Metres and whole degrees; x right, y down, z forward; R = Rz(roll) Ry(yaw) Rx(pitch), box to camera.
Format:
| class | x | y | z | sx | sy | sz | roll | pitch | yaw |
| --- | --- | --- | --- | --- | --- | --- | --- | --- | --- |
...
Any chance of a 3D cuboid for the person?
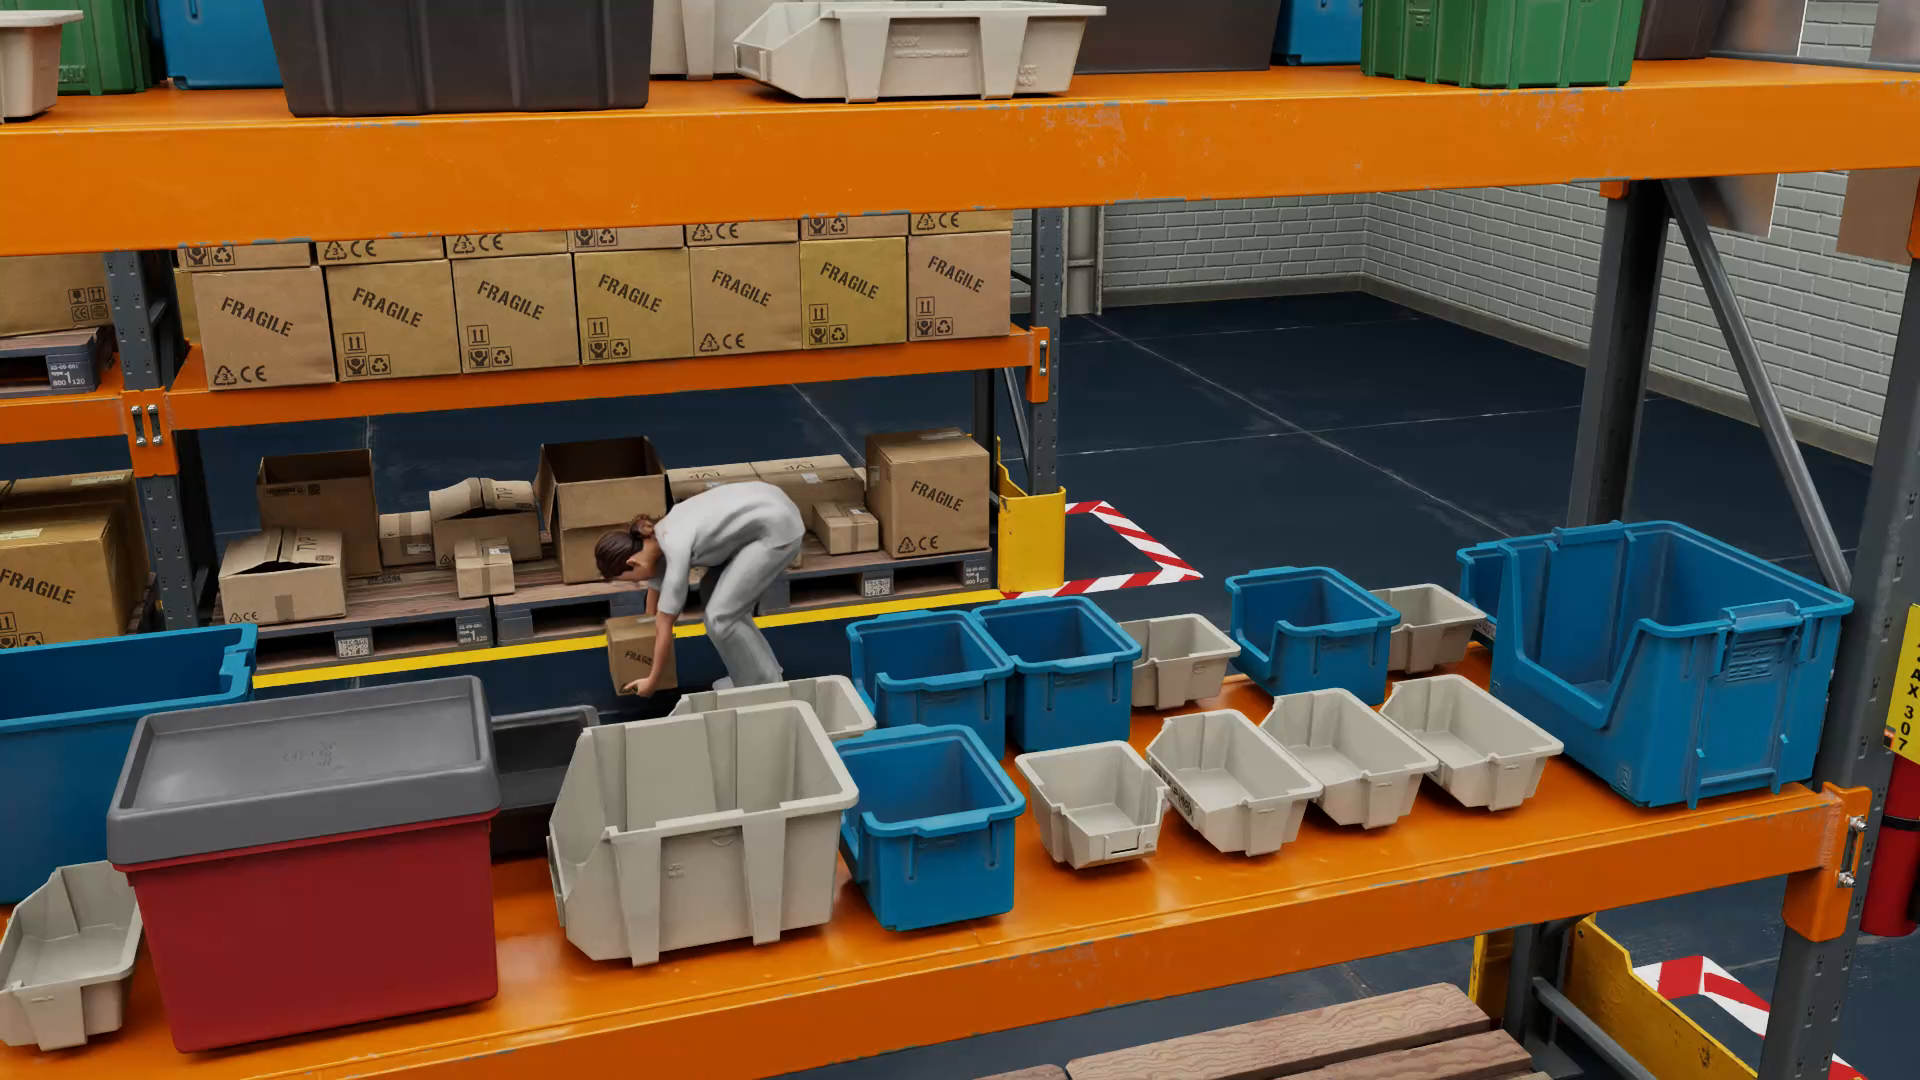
| class | x | y | z | sx | sy | sz | roll | pitch | yaw |
| --- | --- | --- | --- | --- | --- | --- | --- | --- | --- |
| person | -1.067 | 0.253 | 6.924 | 0.858 | 0.962 | 0.458 | -4 | 20 | -13 |
